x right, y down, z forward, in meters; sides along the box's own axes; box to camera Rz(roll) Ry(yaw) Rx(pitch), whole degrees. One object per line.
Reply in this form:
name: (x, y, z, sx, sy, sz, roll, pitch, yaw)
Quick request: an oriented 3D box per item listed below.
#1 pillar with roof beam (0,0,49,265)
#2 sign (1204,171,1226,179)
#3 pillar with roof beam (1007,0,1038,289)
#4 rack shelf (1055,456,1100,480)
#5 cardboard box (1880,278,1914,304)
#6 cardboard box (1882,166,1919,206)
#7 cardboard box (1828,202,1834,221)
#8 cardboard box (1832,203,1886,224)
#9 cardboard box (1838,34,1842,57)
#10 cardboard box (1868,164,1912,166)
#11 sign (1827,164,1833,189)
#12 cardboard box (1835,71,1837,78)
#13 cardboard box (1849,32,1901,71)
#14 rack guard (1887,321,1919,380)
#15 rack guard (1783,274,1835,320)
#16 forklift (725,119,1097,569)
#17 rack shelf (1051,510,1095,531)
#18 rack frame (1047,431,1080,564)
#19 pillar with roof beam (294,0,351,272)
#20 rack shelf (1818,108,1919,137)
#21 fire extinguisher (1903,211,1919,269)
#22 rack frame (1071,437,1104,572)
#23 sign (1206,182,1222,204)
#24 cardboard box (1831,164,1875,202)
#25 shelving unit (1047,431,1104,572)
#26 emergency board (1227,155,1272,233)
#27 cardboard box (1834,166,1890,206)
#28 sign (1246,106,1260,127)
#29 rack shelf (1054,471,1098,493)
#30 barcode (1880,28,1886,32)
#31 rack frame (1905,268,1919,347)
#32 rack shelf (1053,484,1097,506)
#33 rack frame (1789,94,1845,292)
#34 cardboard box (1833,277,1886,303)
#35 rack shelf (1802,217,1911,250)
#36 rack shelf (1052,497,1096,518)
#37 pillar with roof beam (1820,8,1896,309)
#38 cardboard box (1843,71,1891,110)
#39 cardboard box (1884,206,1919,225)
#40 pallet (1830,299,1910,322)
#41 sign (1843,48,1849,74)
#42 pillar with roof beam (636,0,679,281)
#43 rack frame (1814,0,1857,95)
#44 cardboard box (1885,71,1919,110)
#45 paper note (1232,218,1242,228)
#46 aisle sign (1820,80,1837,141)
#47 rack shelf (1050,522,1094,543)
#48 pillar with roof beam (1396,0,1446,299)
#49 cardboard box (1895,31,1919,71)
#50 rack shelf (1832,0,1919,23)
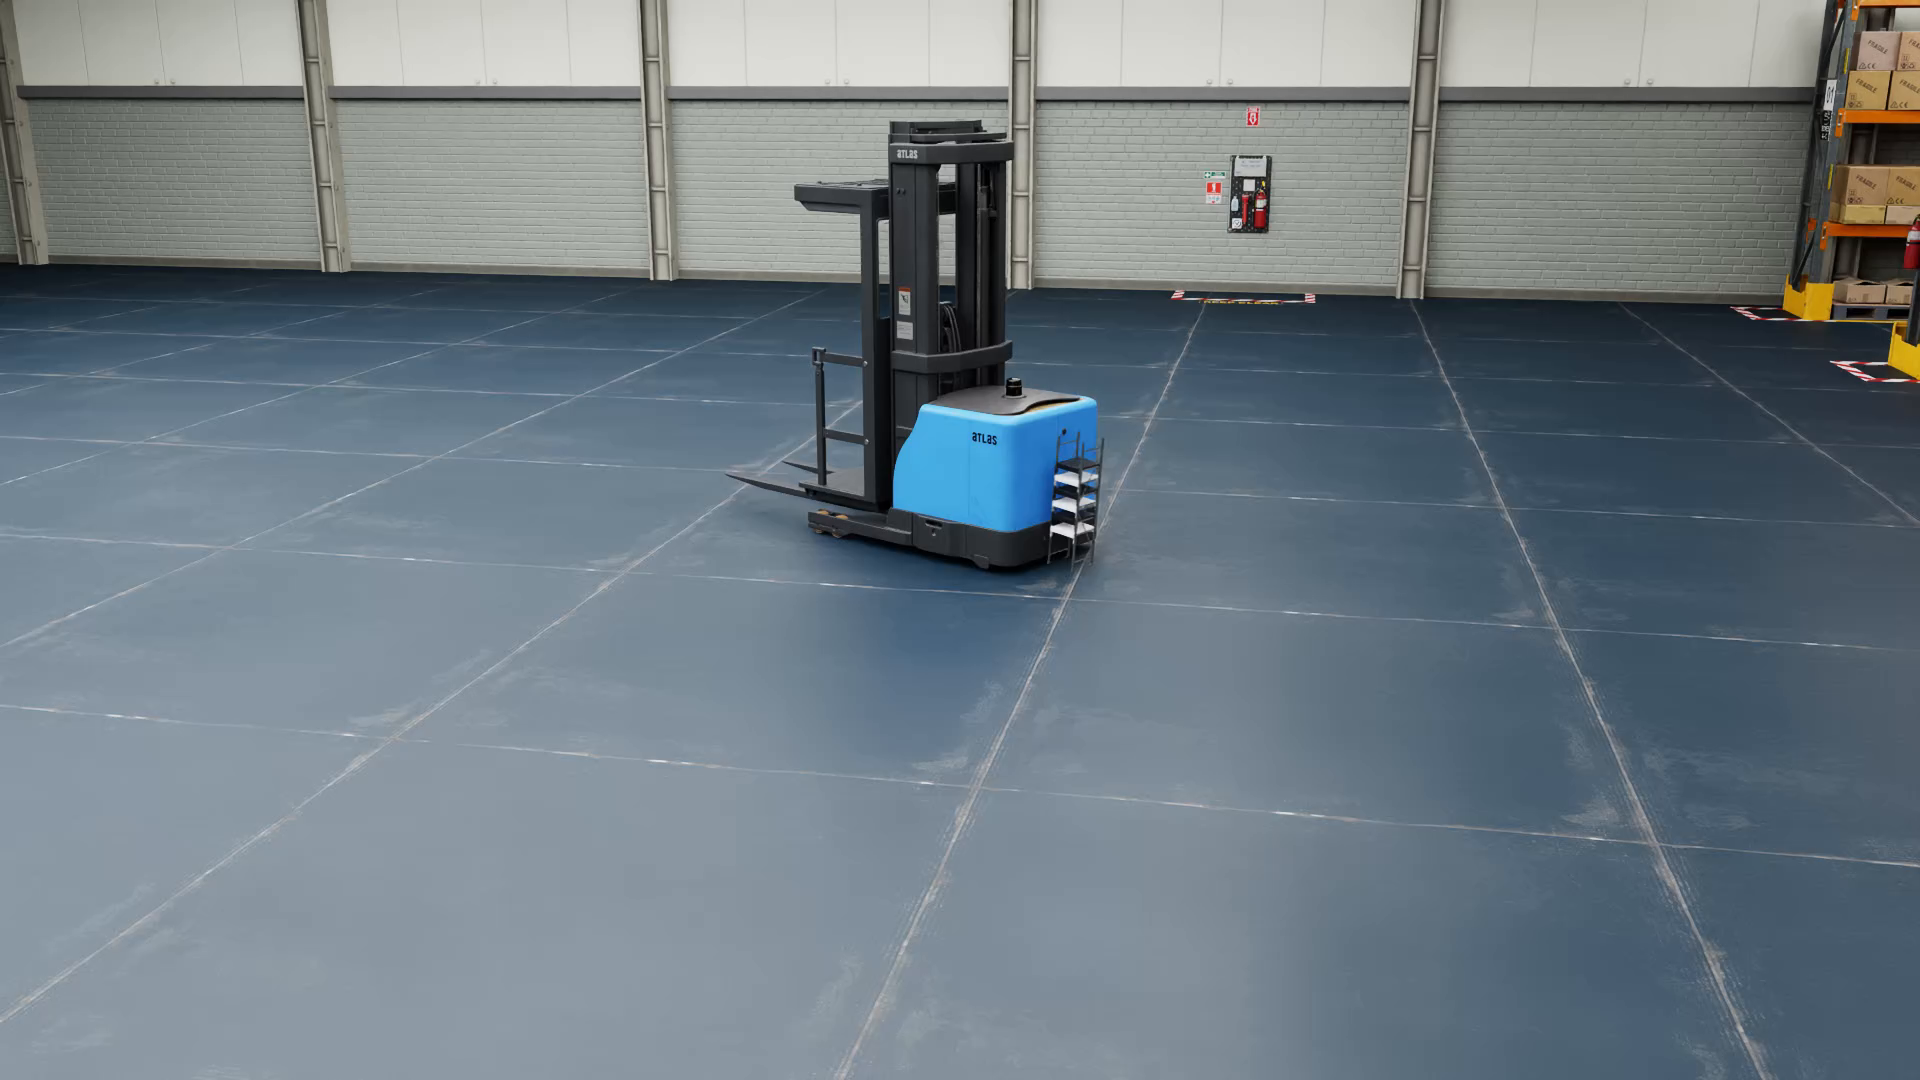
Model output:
pillar with roof beam: (-17.526, -8.185, 24.684, 0.400, 9.000, 9.100, 3, 16, 11)
sign: (3.918, -5.611, 25.571, 0.331, 0.109, 0.001, 3, 16, 11)
pillar with roof beam: (0.113, -7.228, 21.228, 0.400, 9.000, 9.100, 3, 16, 11)
rack shelf: (0.794, -0.485, 11.146, 0.200, 0.077, 0.258, 18, 24, 37)
cardboard box: (13.090, -3.461, 23.080, 0.500, 0.311, 0.500, 4, 16, 16)
cardboard box: (12.762, -4.801, 22.545, 0.500, 0.500, 0.500, 3, 16, 11)
cardboard box: (12.368, -4.599, 23.218, 0.500, 0.250, 0.500, 3, 16, 12)
cardboard box: (12.286, -4.464, 22.731, 0.500, 0.250, 0.500, 3, 16, 9)
cardboard box: (12.346, -6.666, 22.721, 0.500, 0.500, 0.500, 4, 16, 14)
cardboard box: (12.867, -4.935, 23.029, 0.500, 0.500, 0.500, 3, 16, 12)
sign: (11.764, -4.911, 22.479, 0.005, 0.325, 0.100, 3, 16, 11)
cardboard box: (12.331, -6.183, 22.850, 0.500, 0.500, 0.500, 4, 16, 15)
cardboard box: (12.201, -6.537, 22.254, 0.500, 0.500, 0.500, 2, 16, 7)
rack guard: (10.864, -2.136, 18.766, 0.348, 0.500, 1.175, 3, 16, 11)
rack guard: (11.946, -3.427, 23.426, 0.348, 0.500, 1.175, 3, 16, 11)
forklift: (-0.479, -1.522, 11.996, 3.031, 2.935, 1.130, 13, 20, 39)
rack shelf: (0.772, -0.144, 11.260, 0.200, 0.077, 0.258, 18, 24, 37)
rack frame: (0.703, -0.287, 11.283, 0.006, 0.900, 0.240, 18, 24, 37)
pillar with roof beam: (-11.647, -7.866, 23.532, 0.400, 9.000, 9.100, 3, 16, 11)
rack shelf: (13.831, -5.628, 22.419, 4.000, 0.370, 1.077, 3, 16, 11)
fire extinguisher: (10.865, -3.430, 18.900, 0.183, 0.674, 0.296, 3, 16, 11)
rack frame: (0.856, -0.235, 11.159, 0.006, 0.900, 0.240, 18, 24, 37)
sign: (3.915, -5.359, 25.651, 0.234, 0.329, 0.001, 3, 16, 11)
cardboard box: (12.376, -4.965, 23.135, 0.500, 0.500, 0.500, 3, 16, 10)
shelving unit: (0.779, -0.261, 11.221, 0.210, 0.900, 0.258, 18, 24, 37)
emergency board: (4.436, -5.285, 25.452, 0.643, 1.169, 0.194, 3, 16, 11)
cardboard box: (12.279, -4.830, 22.649, 0.500, 0.500, 0.500, 3, 16, 11)
sign: (4.448, -6.429, 25.239, 0.199, 0.298, 0.001, 3, 16, 11)
rack shelf: (0.788, -0.400, 11.174, 0.200, 0.077, 0.258, 18, 24, 37)
barcode: (12.667, -6.993, 22.816, 0.075, 0.075, 0.001, 3, 16, 11)
rack frame: (10.888, -3.339, 18.428, 0.127, 3.000, 1.000, 3, 16, 11)
rack shelf: (0.783, -0.315, 11.203, 0.200, 0.077, 0.258, 18, 24, 37)
rack frame: (11.872, -4.635, 23.107, 0.127, 3.000, 1.000, 3, 16, 11)
cardboard box: (12.532, -3.491, 23.189, 0.500, 0.311, 0.500, 1, 16, 5)
rack shelf: (13.831, -4.182, 22.819, 4.000, 0.370, 1.077, 3, 16, 11)
rack shelf: (0.777, -0.230, 11.232, 0.200, 0.077, 0.258, 18, 24, 37)
pillar with roof beam: (11.872, -6.589, 18.923, 0.400, 9.000, 9.100, 3, 16, 11)
cardboard box: (12.149, -6.056, 22.390, 0.500, 0.500, 0.500, 4, 16, 13)
cardboard box: (12.798, -4.440, 22.645, 0.500, 0.250, 0.500, 3, 16, 9)
pallet: (12.735, -3.235, 23.275, 1.213, 0.211, 1.003, 3, 16, 11)
sign: (11.764, -6.360, 22.078, 0.005, 0.325, 0.100, 3, 16, 11)
pillar with roof beam: (-5.767, -7.547, 22.380, 0.400, 9.000, 9.100, 3, 16, 11)
rack frame: (11.872, -7.527, 22.306, 0.127, 3.000, 1.000, 3, 16, 11)
cardboard box: (12.669, -6.018, 22.254, 0.500, 0.500, 0.500, 4, 16, 15)
paper note: (4.276, -4.888, 25.669, 0.142, 0.148, 0.016, 3, 16, 11)
aisle sign: (11.741, -5.814, 22.491, 0.004, 0.787, 0.394, 3, 16, 11)
rack shelf: (0.766, -0.059, 11.289, 0.200, 0.077, 0.258, 18, 24, 37)
pillar with roof beam: (5.992, -6.909, 20.075, 0.400, 9.000, 9.100, 3, 16, 11)
cardboard box: (12.682, -6.497, 22.110, 0.500, 0.500, 0.500, 3, 16, 10)
rack shelf: (13.831, -7.072, 22.019, 4.000, 0.370, 1.077, 3, 16, 11)
